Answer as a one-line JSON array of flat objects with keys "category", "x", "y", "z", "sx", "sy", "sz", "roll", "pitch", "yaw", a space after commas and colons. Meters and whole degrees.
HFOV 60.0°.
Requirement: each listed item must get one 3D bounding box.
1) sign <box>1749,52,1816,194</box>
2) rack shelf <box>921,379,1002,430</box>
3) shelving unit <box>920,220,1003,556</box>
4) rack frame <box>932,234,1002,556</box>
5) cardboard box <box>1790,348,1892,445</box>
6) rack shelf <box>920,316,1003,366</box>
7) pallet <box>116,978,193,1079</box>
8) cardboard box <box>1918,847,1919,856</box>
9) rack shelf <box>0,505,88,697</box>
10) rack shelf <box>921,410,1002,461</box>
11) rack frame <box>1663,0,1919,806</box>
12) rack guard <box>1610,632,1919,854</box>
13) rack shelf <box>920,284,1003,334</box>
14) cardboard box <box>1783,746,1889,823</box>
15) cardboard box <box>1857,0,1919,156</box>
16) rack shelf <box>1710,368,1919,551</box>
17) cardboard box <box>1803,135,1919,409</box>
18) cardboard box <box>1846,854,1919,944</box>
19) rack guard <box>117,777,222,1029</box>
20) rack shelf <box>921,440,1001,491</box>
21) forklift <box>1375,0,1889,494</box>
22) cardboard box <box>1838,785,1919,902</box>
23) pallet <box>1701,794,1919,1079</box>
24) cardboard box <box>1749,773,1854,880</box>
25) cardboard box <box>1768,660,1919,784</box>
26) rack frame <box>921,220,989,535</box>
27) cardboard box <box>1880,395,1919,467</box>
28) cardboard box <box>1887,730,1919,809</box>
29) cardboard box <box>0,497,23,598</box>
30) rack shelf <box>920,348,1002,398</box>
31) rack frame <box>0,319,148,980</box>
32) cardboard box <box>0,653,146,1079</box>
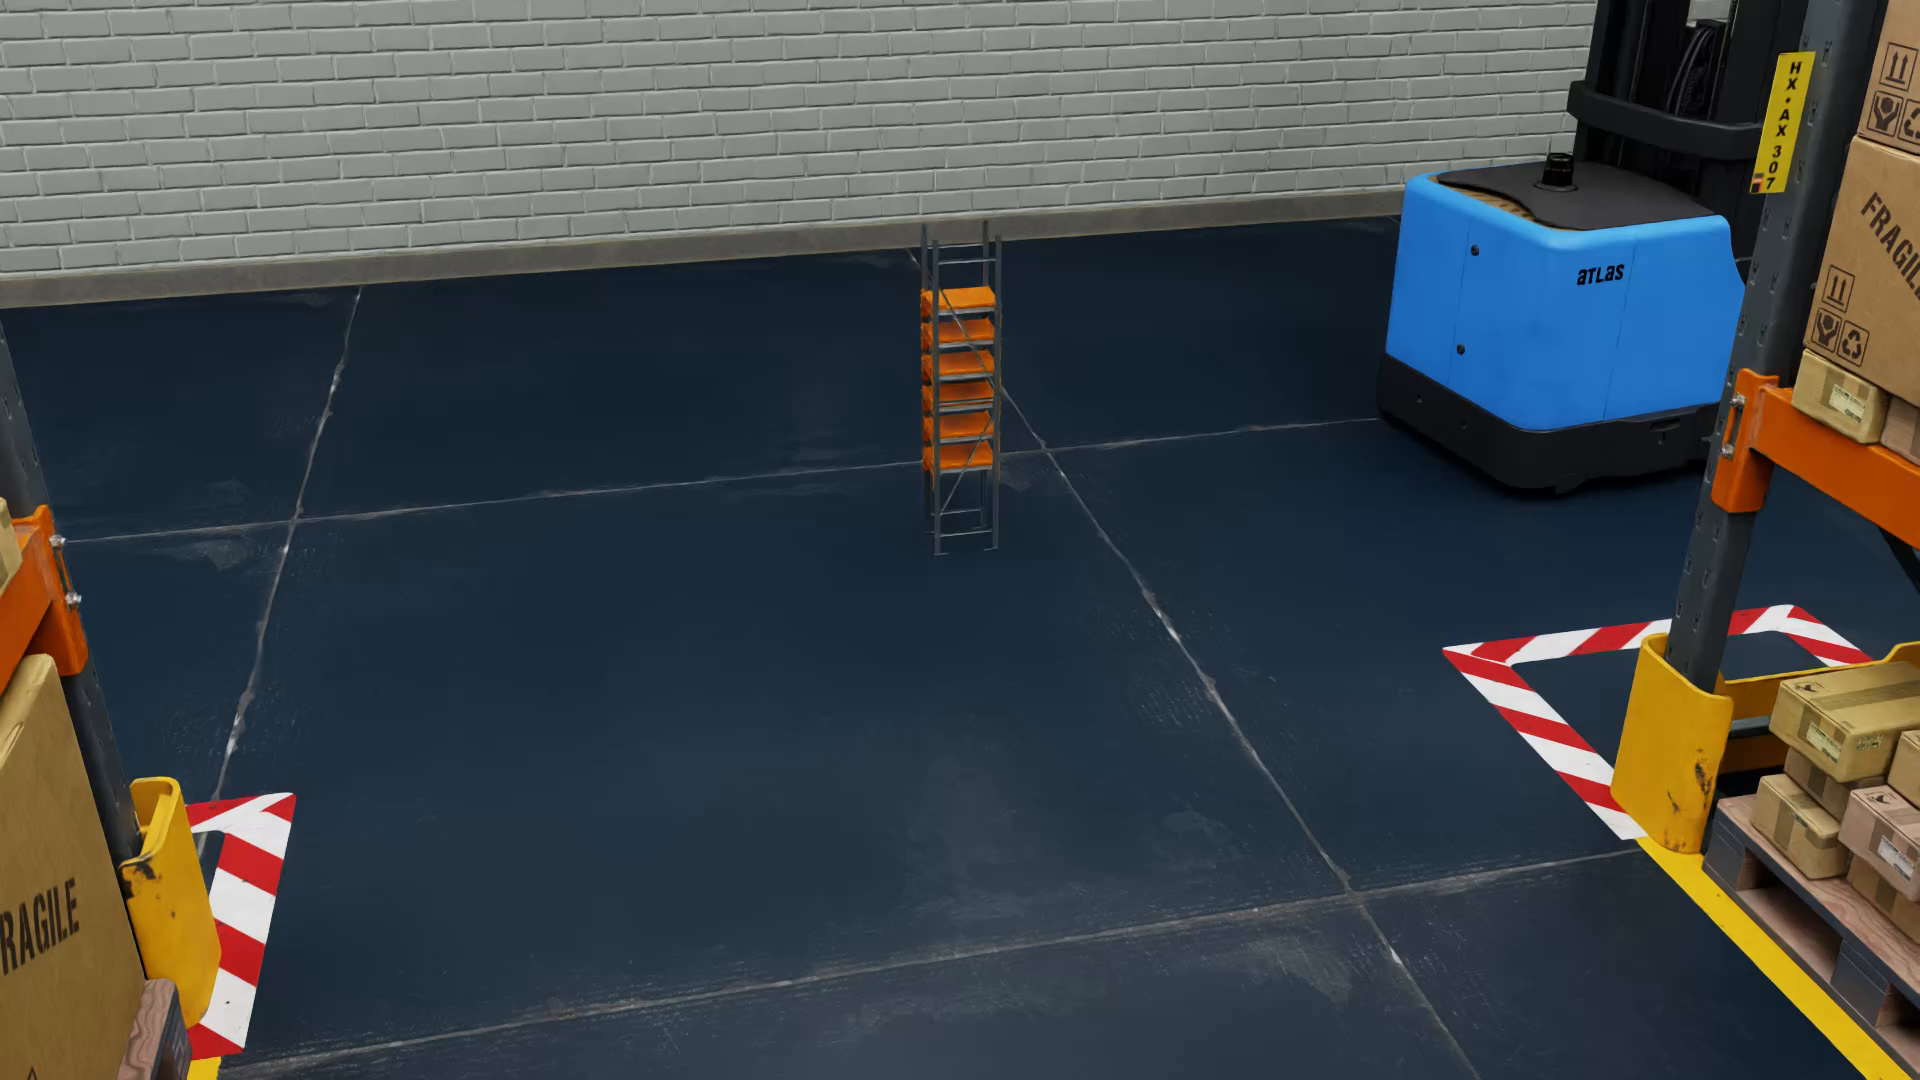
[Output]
[{"category": "sign", "x": 1.925, "y": -0.973, "z": 3.888, "sx": 0.100, "sy": 0.325, "sz": 0.005, "roll": -6, "pitch": 27, "yaw": -12}, {"category": "rack shelf", "x": 0.003, "y": -0.490, "z": 5.987, "sx": 0.258, "sy": 0.103, "sz": 0.180, "roll": -6, "pitch": 27, "yaw": -12}, {"category": "shelving unit", "x": 0.003, "y": -0.529, "z": 5.967, "sx": 0.258, "sy": 1.200, "sz": 0.189, "roll": -6, "pitch": 27, "yaw": -12}, {"category": "rack frame", "x": 0.024, "y": -0.489, "z": 5.887, "sx": 0.240, "sy": 1.200, "sz": 0.006, "roll": -6, "pitch": 27, "yaw": -12}, {"category": "cardboard box", "x": 2.207, "y": -0.354, "z": 3.902, "sx": 0.380, "sy": 0.149, "sz": 0.250, "roll": -6, "pitch": 27, "yaw": -12}, {"category": "rack shelf", "x": 0.003, "y": -0.704, "z": 5.879, "sx": 0.258, "sy": 0.103, "sz": 0.180, "roll": -6, "pitch": 27, "yaw": -12}, {"category": "pallet", "x": -2.145, "y": 1.405, "z": 3.231, "sx": 1.003, "sy": 0.211, "sz": 1.213, "roll": -6, "pitch": 27, "yaw": -12}, {"category": "cardboard box", "x": 2.352, "y": 0.675, "z": 3.622, "sx": 0.380, "sy": 0.149, "sz": 0.250, "roll": -6, "pitch": 27, "yaw": -12}, {"category": "rack shelf", "x": -1.951, "y": 1.017, "z": 1.705, "sx": 1.077, "sy": 0.370, "sz": 4.000, "roll": -6, "pitch": 27, "yaw": -12}, {"category": "rack shelf", "x": 0.003, "y": -0.382, "z": 6.041, "sx": 0.258, "sy": 0.103, "sz": 0.180, "roll": -6, "pitch": 27, "yaw": -12}, {"category": "rack frame", "x": 2.454, "y": -0.642, "z": 4.193, "sx": 1.000, "sy": 3.000, "sz": 0.127, "roll": -6, "pitch": 27, "yaw": -12}, {"category": "rack guard", "x": 2.471, "y": 0.507, "z": 4.690, "sx": 1.175, "sy": 0.500, "sz": 0.348, "roll": -6, "pitch": 27, "yaw": -12}, {"category": "rack shelf", "x": 0.003, "y": -0.811, "z": 5.825, "sx": 0.258, "sy": 0.103, "sz": 0.180, "roll": -6, "pitch": 27, "yaw": -12}, {"category": "cardboard box", "x": 2.322, "y": 0.567, "z": 4.166, "sx": 0.380, "sy": 0.149, "sz": 0.250, "roll": -5, "pitch": 27, "yaw": -9}, {"category": "cardboard box", "x": 2.296, "y": -1.042, "z": 3.434, "sx": 0.500, "sy": 0.500, "sz": 0.500, "roll": -6, "pitch": 27, "yaw": -12}, {"category": "rack shelf", "x": 2.904, "y": 0.557, "z": 2.615, "sx": 1.077, "sy": 0.370, "sz": 4.000, "roll": -6, "pitch": 27, "yaw": -12}, {"category": "cardboard box", "x": 2.286, "y": -0.594, "z": 3.657, "sx": 0.500, "sy": 0.500, "sz": 0.500, "roll": -5, "pitch": 27, "yaw": -9}, {"category": "cardboard box", "x": 2.399, "y": 0.812, "z": 4.009, "sx": 0.380, "sy": 0.149, "sz": 0.250, "roll": -6, "pitch": 27, "yaw": -12}, {"category": "rack guard", "x": -2.407, "y": 0.923, "z": 3.867, "sx": 1.175, "sy": 0.500, "sz": 0.348, "roll": -6, "pitch": 27, "yaw": -12}, {"category": "rack shelf", "x": 0.003, "y": -0.275, "z": 6.095, "sx": 0.258, "sy": 0.103, "sz": 0.180, "roll": -6, "pitch": 27, "yaw": -12}, {"category": "forklift", "x": 3.391, "y": -1.893, "z": 6.748, "sx": 3.031, "sy": 2.935, "sz": 1.130, "roll": -10, "pitch": 28, "yaw": -19}, {"category": "cardboard box", "x": 2.328, "y": 0.693, "z": 3.917, "sx": 0.380, "sy": 0.149, "sz": 0.250, "roll": -6, "pitch": 27, "yaw": -12}, {"category": "pallet", "x": 2.619, "y": 0.997, "z": 4.041, "sx": 1.003, "sy": 0.211, "sz": 1.213, "roll": -6, "pitch": 27, "yaw": -12}, {"category": "cardboard box", "x": 2.260, "y": 0.706, "z": 4.220, "sx": 0.380, "sy": 0.149, "sz": 0.250, "roll": -5, "pitch": 27, "yaw": -11}, {"category": "cardboard box", "x": 2.241, "y": 0.442, "z": 4.082, "sx": 0.380, "sy": 0.149, "sz": 0.250, "roll": -7, "pitch": 28, "yaw": -14}, {"category": "rack frame", "x": -0.017, "y": -0.569, "z": 6.047, "sx": 0.240, "sy": 1.200, "sz": 0.006, "roll": -6, "pitch": 27, "yaw": -12}, {"category": "cardboard box", "x": 2.305, "y": -0.247, "z": 3.689, "sx": 0.380, "sy": 0.149, "sz": 0.250, "roll": -5, "pitch": 27, "yaw": -10}, {"category": "cardboard box", "x": 2.420, "y": 0.551, "z": 3.867, "sx": 0.380, "sy": 0.149, "sz": 0.250, "roll": -5, "pitch": 27, "yaw": -11}, {"category": "cardboard box", "x": -2.000, "y": 0.052, "z": 3.096, "sx": 0.380, "sy": 0.149, "sz": 0.250, "roll": -5, "pitch": 27, "yaw": -11}, {"category": "rack shelf", "x": 0.003, "y": -0.597, "z": 5.933, "sx": 0.258, "sy": 0.103, "sz": 0.180, "roll": -6, "pitch": 27, "yaw": -12}, {"category": "rack frame", "x": -2.401, "y": -0.183, "z": 3.283, "sx": 1.000, "sy": 3.000, "sz": 0.127, "roll": -6, "pitch": 27, "yaw": -12}, {"category": "cardboard box", "x": -2.179, "y": 0.851, "z": 3.126, "sx": 0.875, "sy": 0.875, "sz": 0.875, "roll": -6, "pitch": 27, "yaw": -12}]
